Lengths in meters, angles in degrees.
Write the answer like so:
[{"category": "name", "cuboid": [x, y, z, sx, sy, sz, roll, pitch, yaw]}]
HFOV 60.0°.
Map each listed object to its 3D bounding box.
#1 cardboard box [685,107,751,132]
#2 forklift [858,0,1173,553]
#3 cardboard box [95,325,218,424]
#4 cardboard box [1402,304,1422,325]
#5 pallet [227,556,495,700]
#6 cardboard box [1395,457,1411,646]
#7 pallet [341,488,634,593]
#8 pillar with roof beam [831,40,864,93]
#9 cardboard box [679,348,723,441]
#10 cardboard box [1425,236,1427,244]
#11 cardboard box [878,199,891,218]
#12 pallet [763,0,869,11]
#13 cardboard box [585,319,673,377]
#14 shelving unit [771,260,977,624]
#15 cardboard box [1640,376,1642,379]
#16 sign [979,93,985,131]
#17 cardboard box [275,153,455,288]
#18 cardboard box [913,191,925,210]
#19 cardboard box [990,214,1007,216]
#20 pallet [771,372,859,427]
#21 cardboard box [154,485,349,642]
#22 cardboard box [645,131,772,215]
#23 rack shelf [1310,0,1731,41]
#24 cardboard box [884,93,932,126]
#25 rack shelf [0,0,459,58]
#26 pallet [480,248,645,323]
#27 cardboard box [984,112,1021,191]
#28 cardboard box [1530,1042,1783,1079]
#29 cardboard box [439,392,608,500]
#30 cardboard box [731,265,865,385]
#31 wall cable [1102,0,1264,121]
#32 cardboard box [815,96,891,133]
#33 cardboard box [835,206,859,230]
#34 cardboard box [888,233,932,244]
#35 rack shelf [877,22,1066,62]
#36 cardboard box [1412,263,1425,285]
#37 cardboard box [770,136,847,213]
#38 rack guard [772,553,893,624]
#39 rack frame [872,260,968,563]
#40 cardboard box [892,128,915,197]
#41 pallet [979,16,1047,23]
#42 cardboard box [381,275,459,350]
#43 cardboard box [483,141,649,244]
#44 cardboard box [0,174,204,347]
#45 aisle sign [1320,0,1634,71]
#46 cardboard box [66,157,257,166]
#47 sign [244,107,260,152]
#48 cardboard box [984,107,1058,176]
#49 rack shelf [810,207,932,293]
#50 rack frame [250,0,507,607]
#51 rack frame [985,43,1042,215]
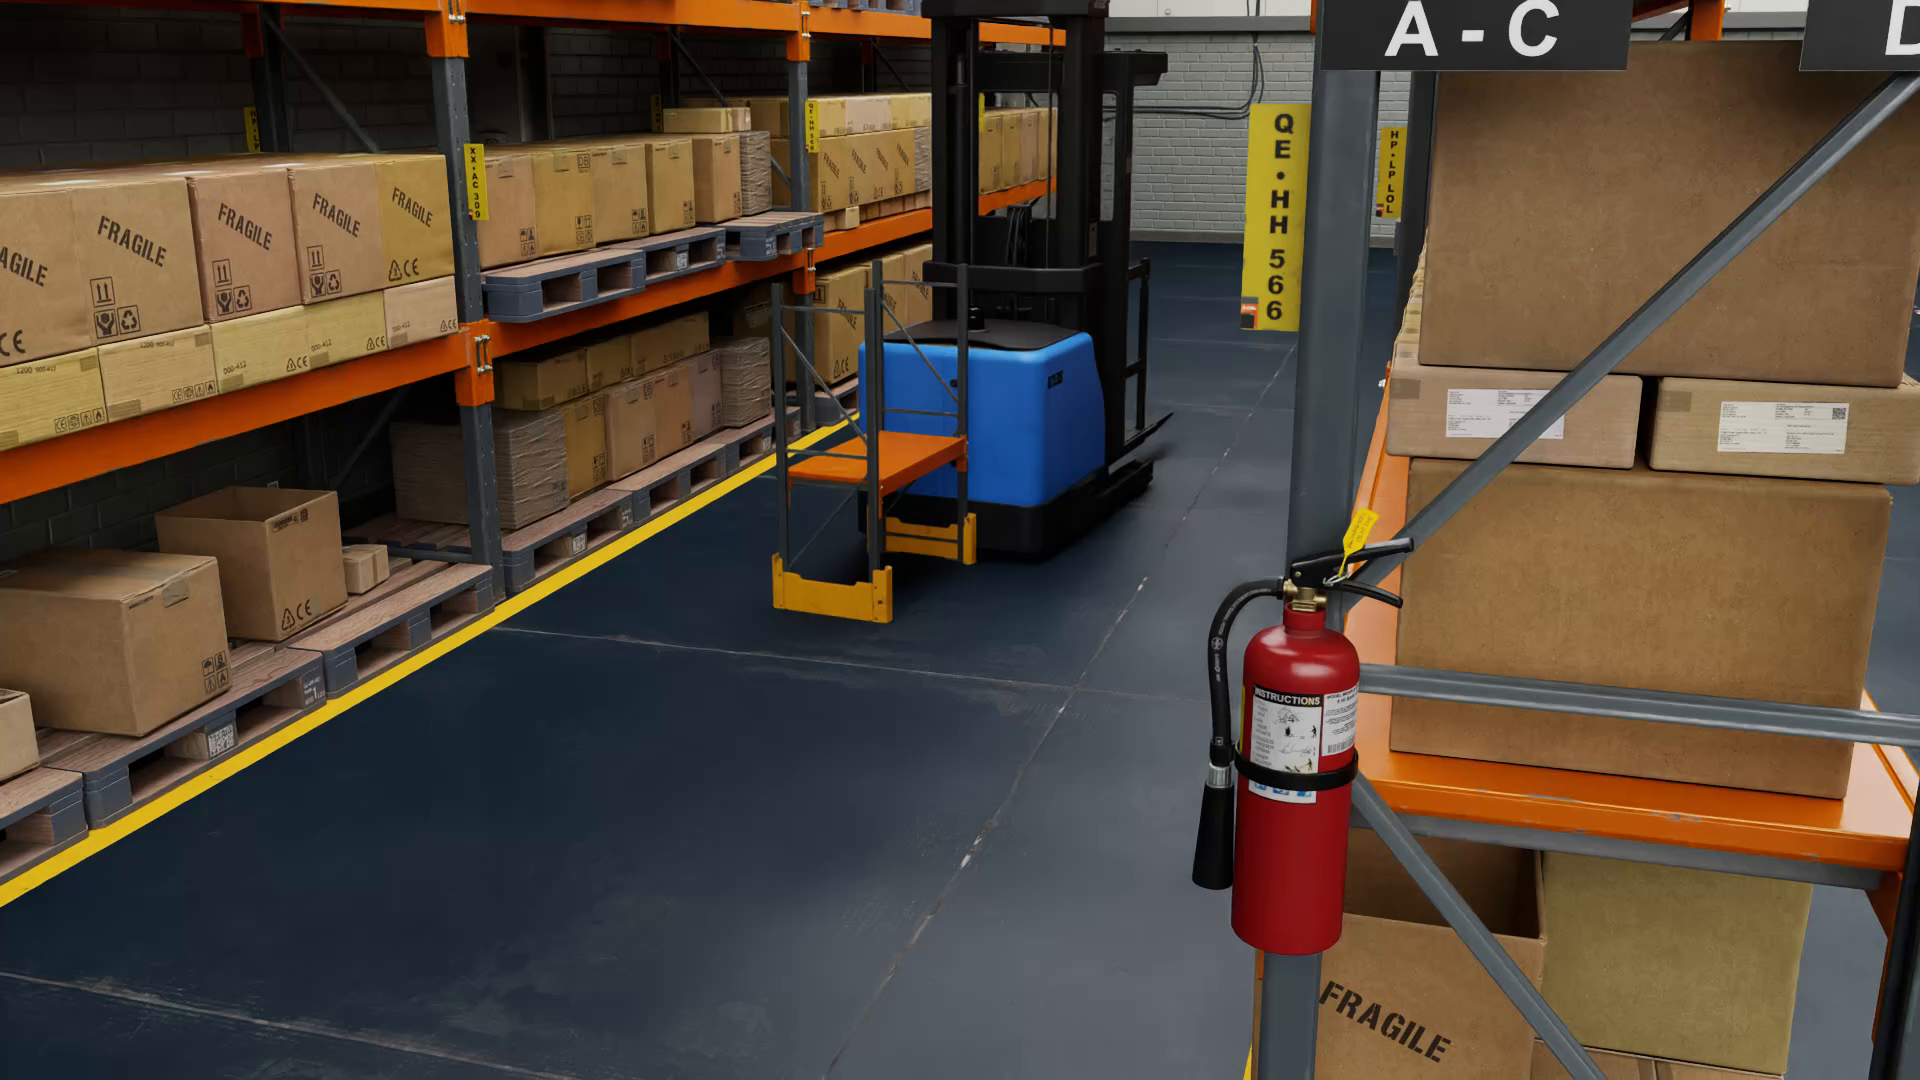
[{"category": "cardboard box", "cuboid": [-1.563, -2.707, 10.698, 0.380, 0.149, 0.250, 2, 16, 9]}, {"category": "forklift", "cuboid": [0.506, -1.703, 9.461, 1.130, 2.935, 3.031, 7, 17, 22]}, {"category": "cardboard box", "cuboid": [-2.894, -0.577, 5.605, 0.500, 0.250, 0.500, 5, 17, 16]}, {"category": "cardboard box", "cuboid": [1.054, -0.362, 3.236, 0.380, 0.149, 0.250, 4, 16, 15]}, {"category": "pallet", "cuboid": [-2.788, 0.339, 7.248, 1.003, 0.211, 1.213, 5, 16, 16]}, {"category": "cardboard box", "cuboid": [1.272, -0.059, 3.355, 0.700, 0.500, 0.500, 5, 17, 17]}, {"category": "pallet", "cuboid": [-2.411, -0.043, 8.596, 1.003, 0.211, 1.213, 5, 16, 16]}, {"category": "pillar with roof beam", "cuboid": [3.140, -6.077, 13.762, 9.100, 9.000, 0.400, 5, 16, 16]}, {"category": "cardboard box", "cuboid": [-1.907, -0.919, 10.346, 0.700, 0.500, 0.500, 5, 16, 16]}, {"category": "cardboard box", "cuboid": [1.495, -0.765, 4.659, 0.380, 0.149, 0.250, 4, 16, 14]}, {"category": "cardboard box", "cuboid": [-0.753, -2.587, 12.876, 0.380, 0.149, 0.250, 5, 17, 16]}, {"category": "pallet", "cuboid": [-1.362, -3.752, 11.411, 1.213, 0.211, 1.003, 5, 17, 18]}, {"category": "cardboard box", "cuboid": [-2.012, -1.126, 9.702, 0.500, 0.250, 0.500, 5, 16, 16]}, {"category": "shelving unit", "cuboid": [-0.392, -0.508, 7.873, 0.587, 1.500, 1.083, 7, 17, 22]}, {"category": "cardboard box", "cuboid": [1.373, -0.267, 2.901, 0.380, 0.149, 0.250, 4, 16, 14]}, {"category": "sign", "cuboid": [0.166, -3.754, 14.589, 0.100, 0.325, 0.005, 5, 16, 16]}, {"category": "cardboard box", "cuboid": [-2.469, -1.332, 6.891, 0.500, 0.500, 0.500, 5, 16, 16]}, {"category": "cardboard box", "cuboid": [-0.500, -2.788, 13.585, 0.380, 0.149, 0.250, 5, 16, 16]}, {"category": "cardboard box", "cuboid": [0.520, -3.490, 18.258, 0.380, 0.149, 0.250, 5, 17, 16]}, {"category": "pallet", "cuboid": [-1.198, -1.087, 12.273, 1.003, 0.211, 1.213, 5, 16, 16]}, {"category": "cardboard box", "cuboid": [-2.887, 0.084, 6.809, 0.500, 0.500, 0.500, 3, 16, 12]}, {"category": "cardboard box", "cuboid": [-1.618, -2.364, 10.676, 0.700, 0.500, 0.500, 3, 16, 9]}, {"category": "rack shelf", "cuboid": [1.551, -1.372, 3.990, 1.077, 0.370, 4.000, 5, 16, 16]}, {"category": "cardboard box", "cuboid": [-0.399, -3.561, 13.747, 0.500, 0.250, 0.500, 5, 17, 17]}, {"category": "rack shelf", "cuboid": [-3.199, -1.755, 5.341, 1.077, 0.370, 4.000, 5, 16, 16]}, {"category": "pallet", "cuboid": [-2.274, -1.278, 8.188, 1.003, 0.211, 1.213, 5, 16, 16]}, {"category": "cardboard box", "cuboid": [0.025, -3.750, 16.003, 0.980, 0.700, 0.700, 4, 16, 14]}, {"category": "cardboard box", "cuboid": [1.349, 1.246, 3.208, 0.500, 0.250, 0.500, 5, 16, 16]}, {"category": "cardboard box", "cuboid": [-2.339, -0.523, 8.952, 0.700, 0.500, 0.500, 4, 16, 15]}, {"category": "cardboard box", "cuboid": [-1.159, -1.578, 12.065, 0.750, 0.750, 0.750, 4, 16, 15]}, {"category": "wall cable", "cuboid": [2.729, -7.165, 23.290, 3.097, 2.526, 0.112, 5, 16, 16]}, {"category": "cardboard box", "cuboid": [-0.828, -3.160, 12.333, 0.500, 0.250, 0.500, 5, 17, 16]}, {"category": "cardboard box", "cuboid": [-0.942, -2.313, 11.910, 0.380, 0.149, 0.250, 5, 17, 18]}, {"category": "cardboard box", "cuboid": [-0.417, -2.262, 14.477, 0.750, 0.750, 0.750, 5, 17, 17]}, {"category": "rack shelf", "cuboid": [0.211, -4.894, 16.409, 1.077, 0.370, 4.000, 5, 16, 16]}, {"category": "cardboard box", "cuboid": [1.275, -0.565, 3.953, 0.380, 0.149, 0.250, 5, 17, 17]}, {"category": "cardboard box", "cuboid": [-1.111, -2.536, 11.507, 0.500, 0.500, 0.500, 5, 17, 18]}, {"category": "rack guard", "cuboid": [-0.586, 0.218, 7.603, 0.587, 0.250, 0.087, 7, 17, 22]}, {"category": "rack frame", "cuboid": [-0.197, -0.634, 8.315, 0.500, 1.500, 0.032, 7, 17, 22]}, {"category": "cardboard box", "cuboid": [-0.670, -2.939, 12.928, 0.500, 0.500, 0.500, 5, 17, 17]}, {"category": "pallet", "cuboid": [0.234, -5.206, 16.352, 1.003, 0.211, 1.213, 5, 16, 16]}, {"category": "cardboard box", "cuboid": [-2.475, -0.971, 6.995, 0.500, 0.250, 0.500, 5, 16, 16]}, {"category": "cardboard box", "cuboid": [-2.131, -1.892, 9.013, 0.700, 0.500, 0.500, 7, 17, 24]}, {"category": "cardboard box", "cuboid": [-2.906, -0.934, 5.488, 0.500, 0.500, 0.500, 5, 17, 18]}, {"category": "aisle sign", "cuboid": [0.683, -1.008, 2.121, 0.394, 0.787, 0.004, 5, 16, 16]}, {"category": "cardboard box", "cuboid": [-3.115, -1.238, 6.560, 0.500, 0.500, 0.500, 5, 16, 16]}, {"category": "sign", "cuboid": [-3.164, -1.780, 7.487, 0.100, 0.325, 0.005, 5, 16, 16]}, {"category": "cardboard box", "cuboid": [0.644, -4.331, 18.051, 0.980, 0.700, 0.700, 5, 17, 18]}, {"category": "rack shelf", "cuboid": [-0.926, -2.405, 13.129, 1.077, 0.370, 4.000, 5, 16, 16]}, {"category": "rack frame", "cuboid": [-2.631, -1.181, 7.497, 1.000, 3.000, 0.127, 5, 16, 16]}, {"category": "rack frame", "cuboid": [0.779, -4.321, 18.565, 1.000, 3.000, 0.127, 5, 16, 16]}]
